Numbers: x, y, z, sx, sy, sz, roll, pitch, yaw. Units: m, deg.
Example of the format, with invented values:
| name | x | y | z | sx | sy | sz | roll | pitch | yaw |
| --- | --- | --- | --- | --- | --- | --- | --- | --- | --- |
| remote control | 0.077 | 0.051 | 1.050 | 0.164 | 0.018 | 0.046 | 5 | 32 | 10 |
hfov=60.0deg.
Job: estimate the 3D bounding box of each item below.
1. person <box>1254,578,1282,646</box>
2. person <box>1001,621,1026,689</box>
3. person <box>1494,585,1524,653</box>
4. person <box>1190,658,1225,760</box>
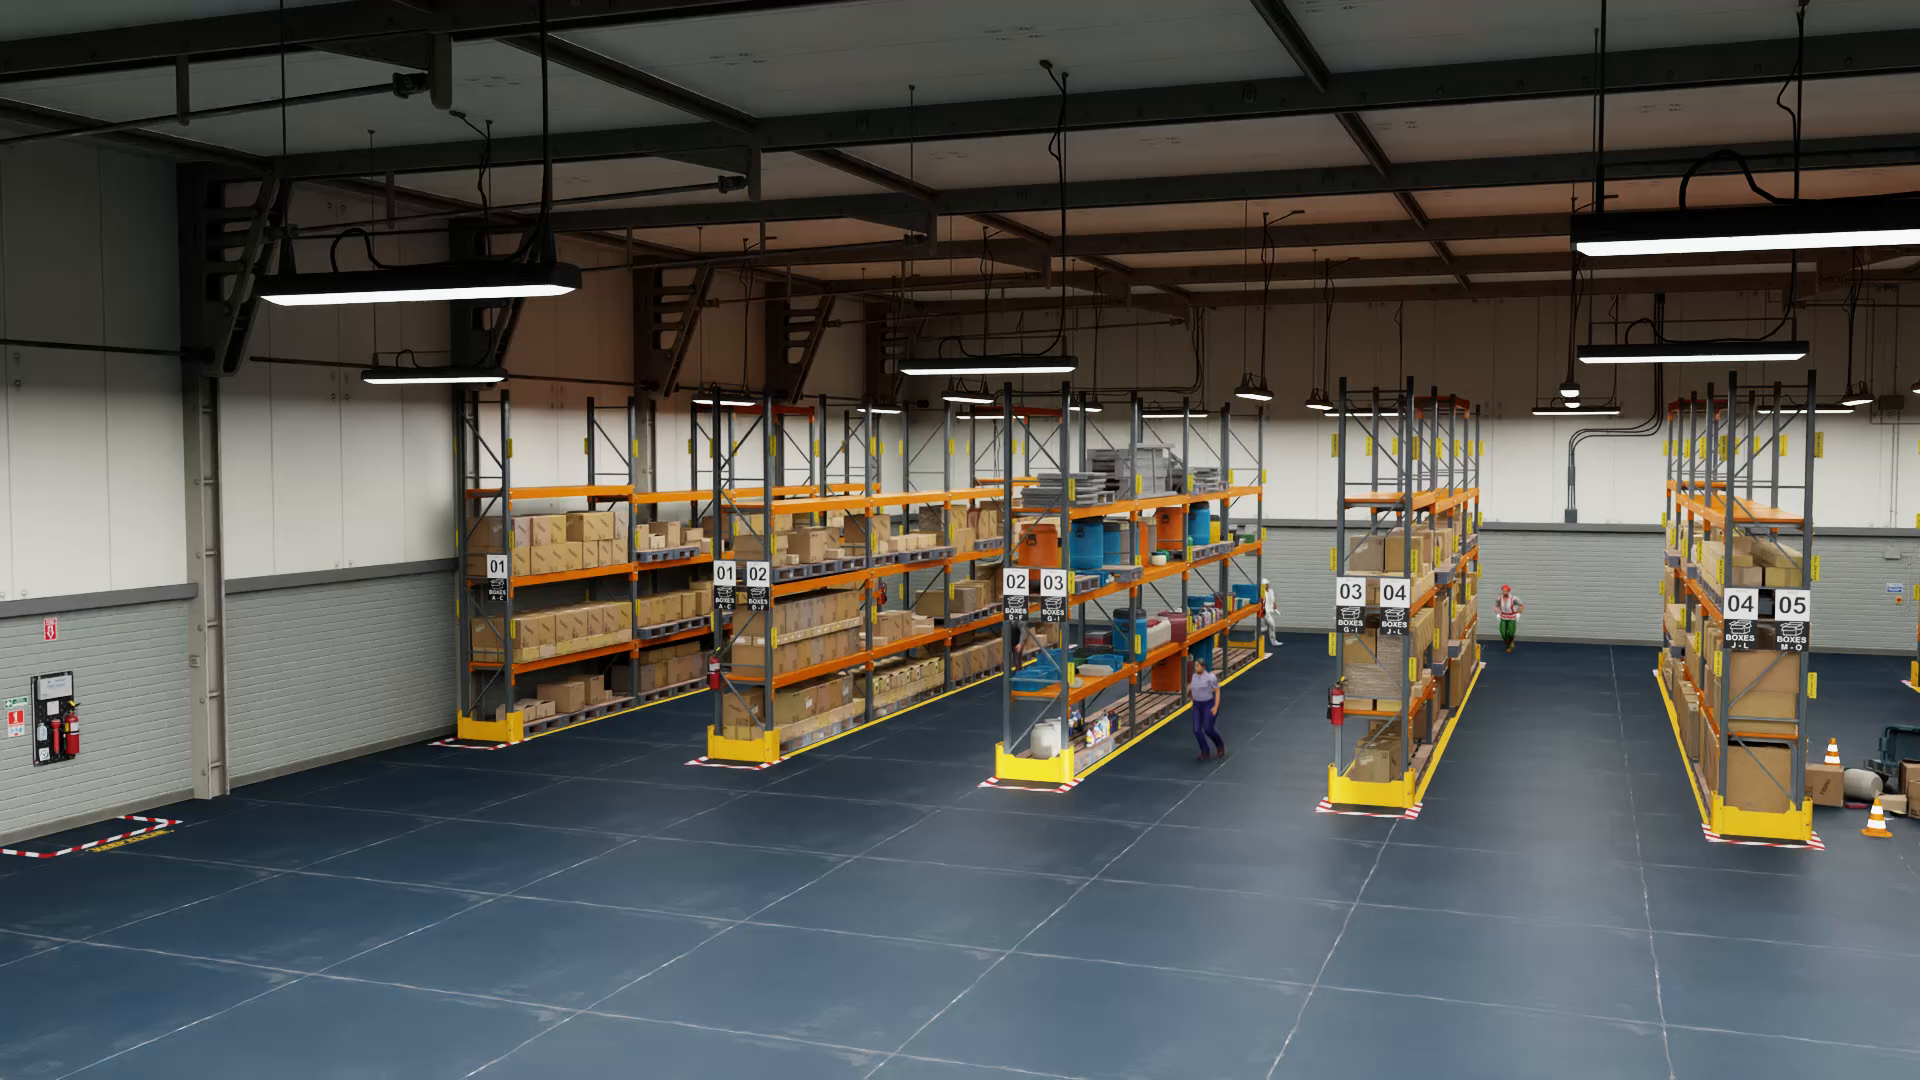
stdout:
| name | x | y | z | sx | sy | sz | roll | pitch | yaw |
| --- | --- | --- | --- | --- | --- | --- | --- | --- | --- |
| person | 7.824 | 1.824 | 42.317 | 0.582 | 1.703 | 0.946 | -2 | 4 | -38 |
| person | 1.110 | 2.243 | 34.754 | 0.580 | 1.761 | 0.590 | 2 | 4 | 33 |
| person | 13.421 | 1.927 | 40.678 | 0.696 | 1.684 | 0.642 | 2 | 4 | 27 |
| person | 3.993 | 2.714 | 26.908 | 0.553 | 1.631 | 0.499 | 3 | 4 | 43 |
